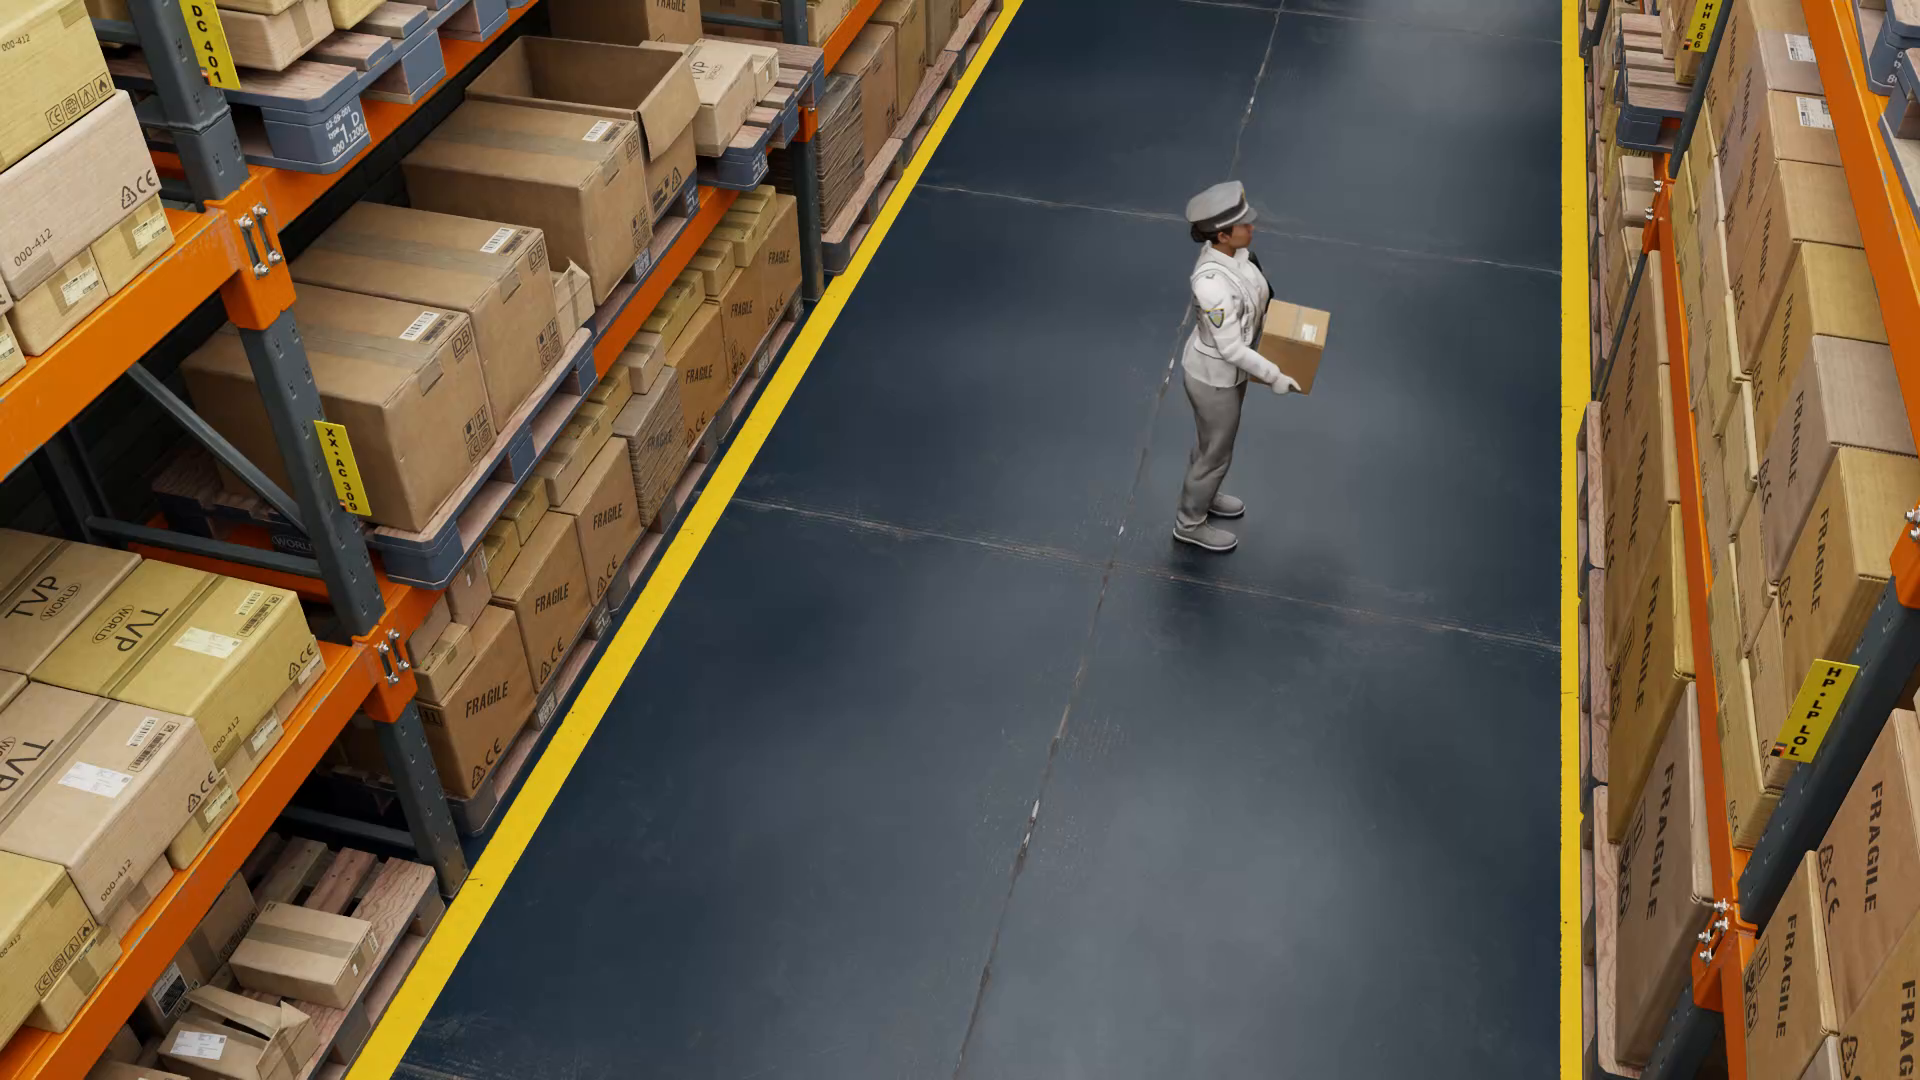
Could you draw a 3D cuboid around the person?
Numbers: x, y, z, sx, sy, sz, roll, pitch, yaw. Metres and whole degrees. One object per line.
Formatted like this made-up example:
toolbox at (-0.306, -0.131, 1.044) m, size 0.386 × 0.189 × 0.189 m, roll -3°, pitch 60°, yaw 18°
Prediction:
person at (1.151, -0.703, 6.939) m, size 0.556 × 1.686 × 0.460 m, roll 10°, pitch 42°, yaw 11°
